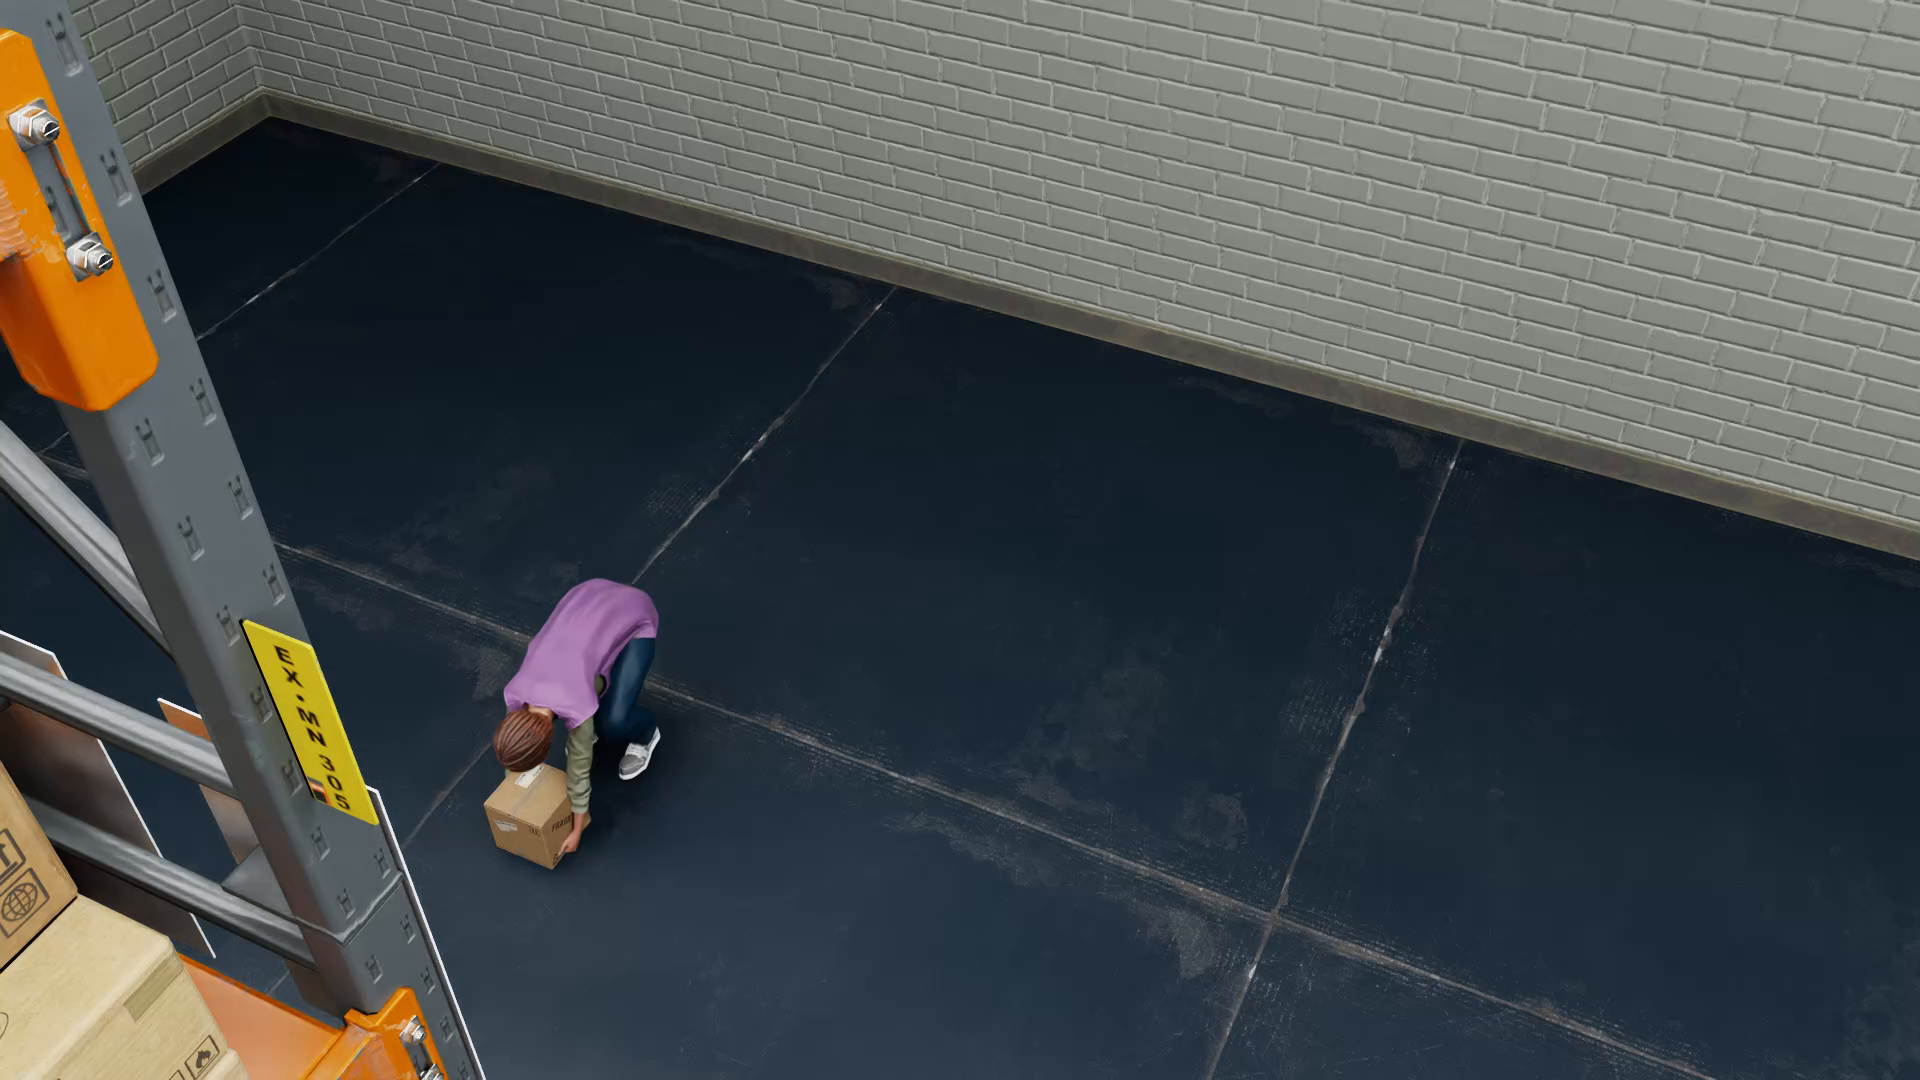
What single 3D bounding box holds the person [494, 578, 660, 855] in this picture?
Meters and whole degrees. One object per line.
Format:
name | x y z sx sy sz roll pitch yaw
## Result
person | -1.395 0.624 6.125 0.429 0.778 0.871 16 45 17
